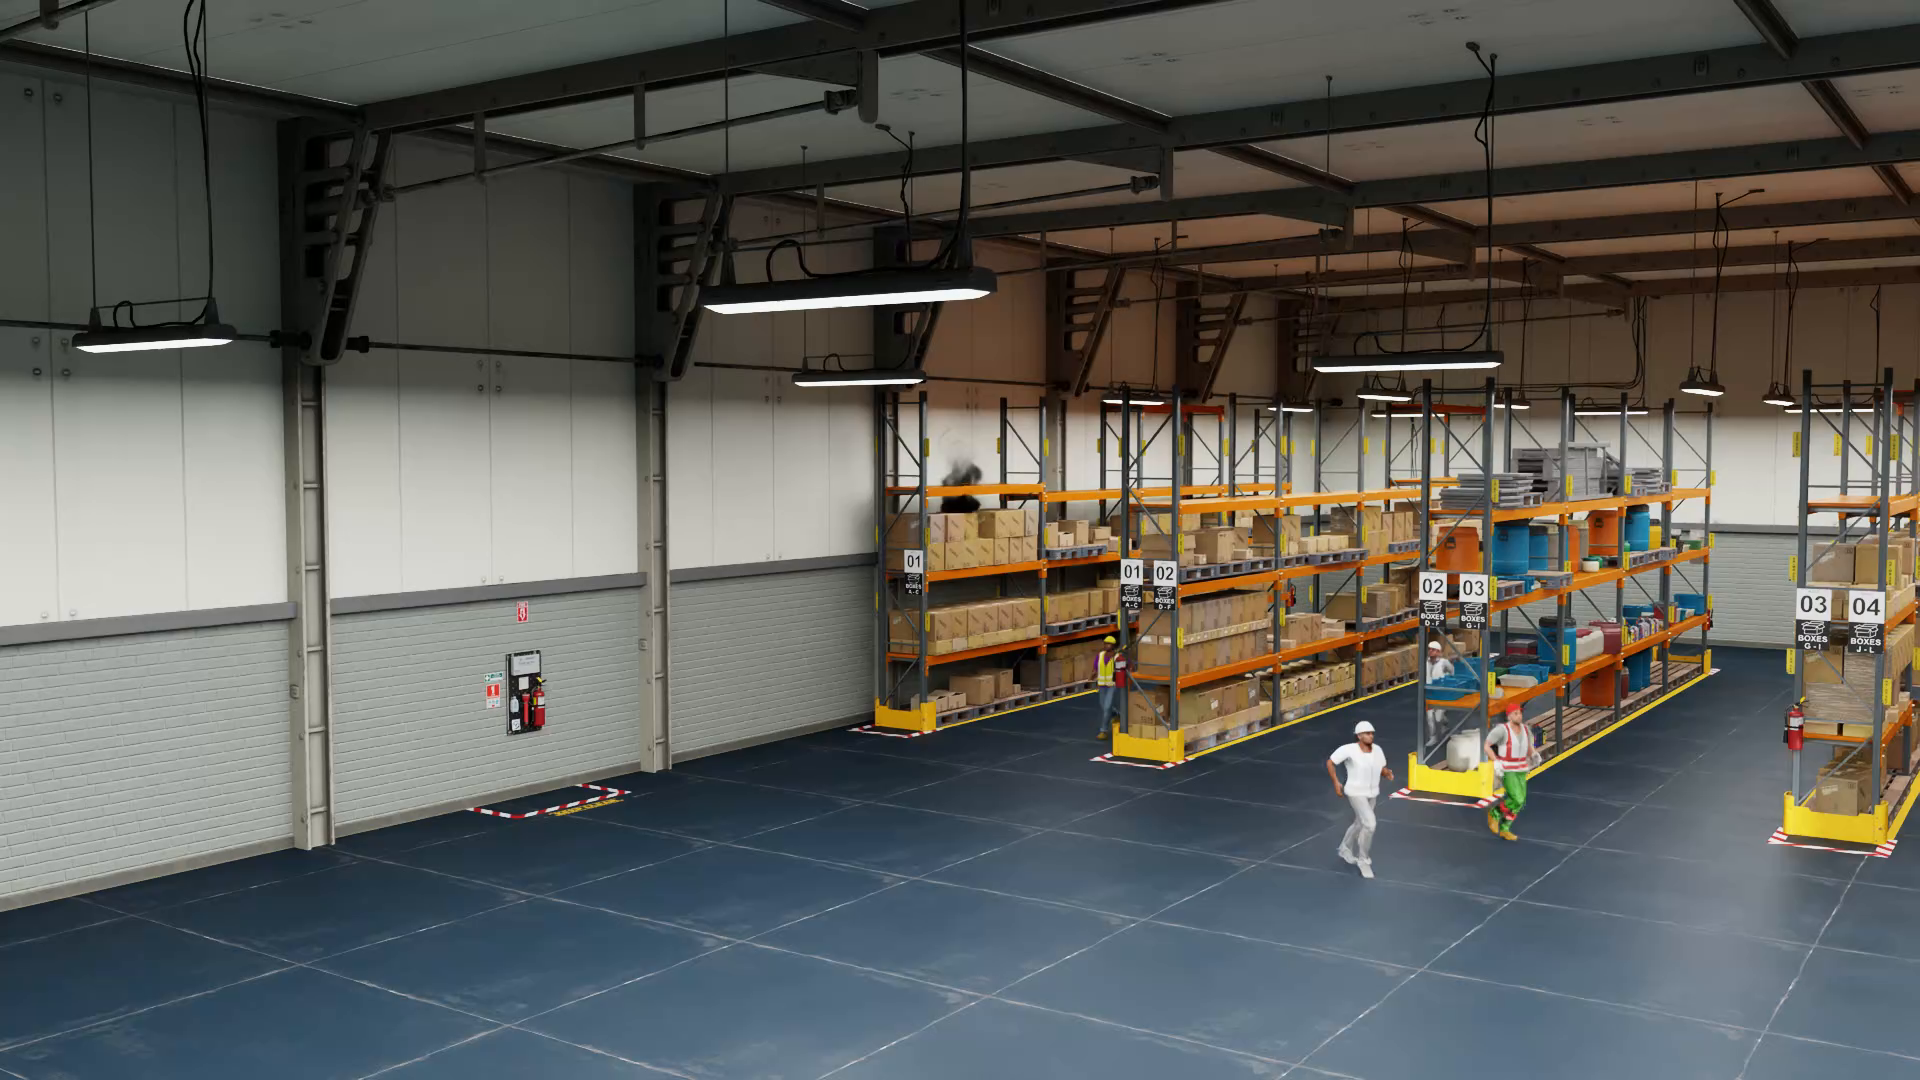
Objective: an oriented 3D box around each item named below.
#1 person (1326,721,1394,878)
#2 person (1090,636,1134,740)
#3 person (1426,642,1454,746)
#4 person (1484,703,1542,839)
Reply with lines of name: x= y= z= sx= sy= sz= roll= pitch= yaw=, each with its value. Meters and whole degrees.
person: x=4.754 y=3.042 z=19.633 sx=0.670 sy=1.828 sz=0.775 roll=-2 pitch=4 yaw=-33
person: x=2.595 y=2.532 z=28.791 sx=0.713 sy=1.741 sz=0.966 roll=2 pitch=4 yaw=32
person: x=8.077 y=2.583 z=28.080 sx=0.668 sy=1.756 sz=0.651 roll=3 pitch=4 yaw=39
person: x=7.082 y=2.950 z=21.200 sx=0.637 sy=1.748 sz=0.607 roll=-1 pitch=3 yaw=-24
